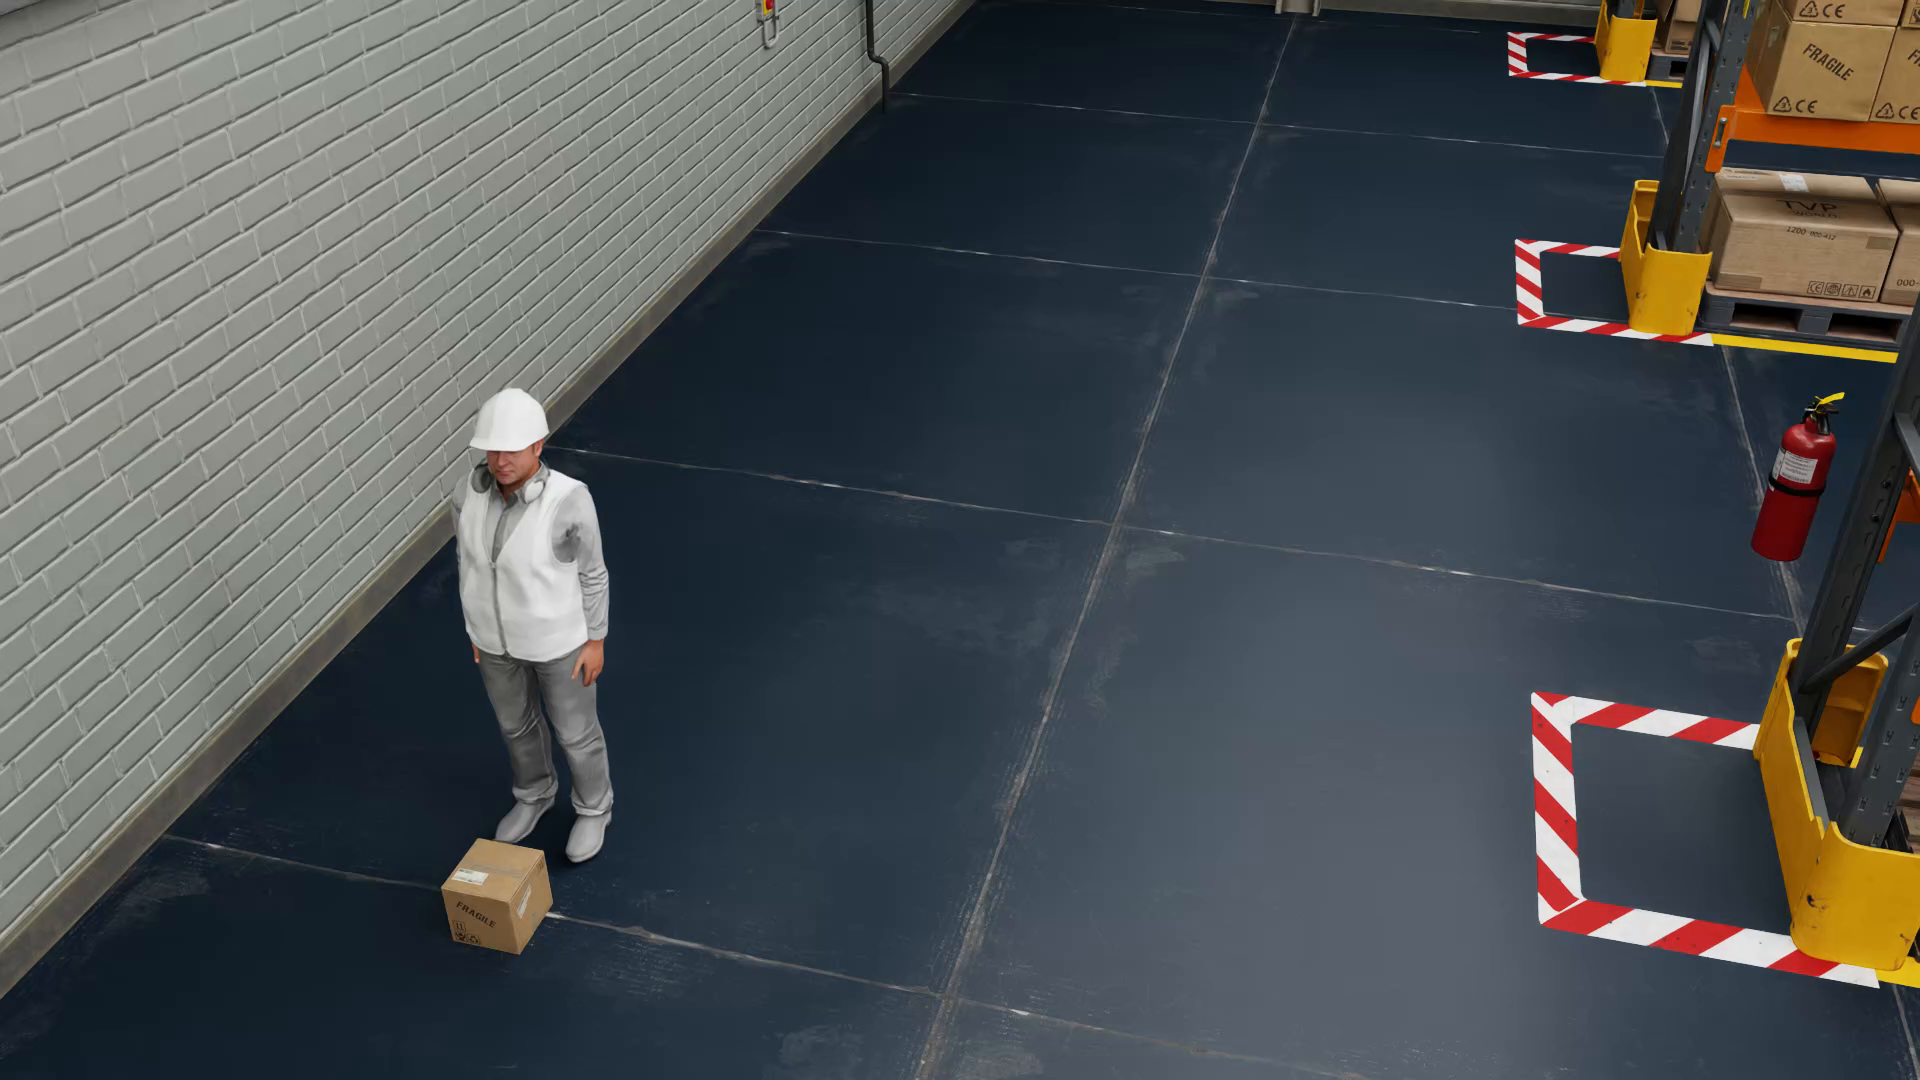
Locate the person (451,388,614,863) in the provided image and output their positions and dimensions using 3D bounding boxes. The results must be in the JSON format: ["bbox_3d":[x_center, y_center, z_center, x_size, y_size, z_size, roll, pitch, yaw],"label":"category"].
[{"bbox_3d":[-1.428,0.317,5.620,0.533,1.787,0.357,9,34,13],"label":"person"}]
